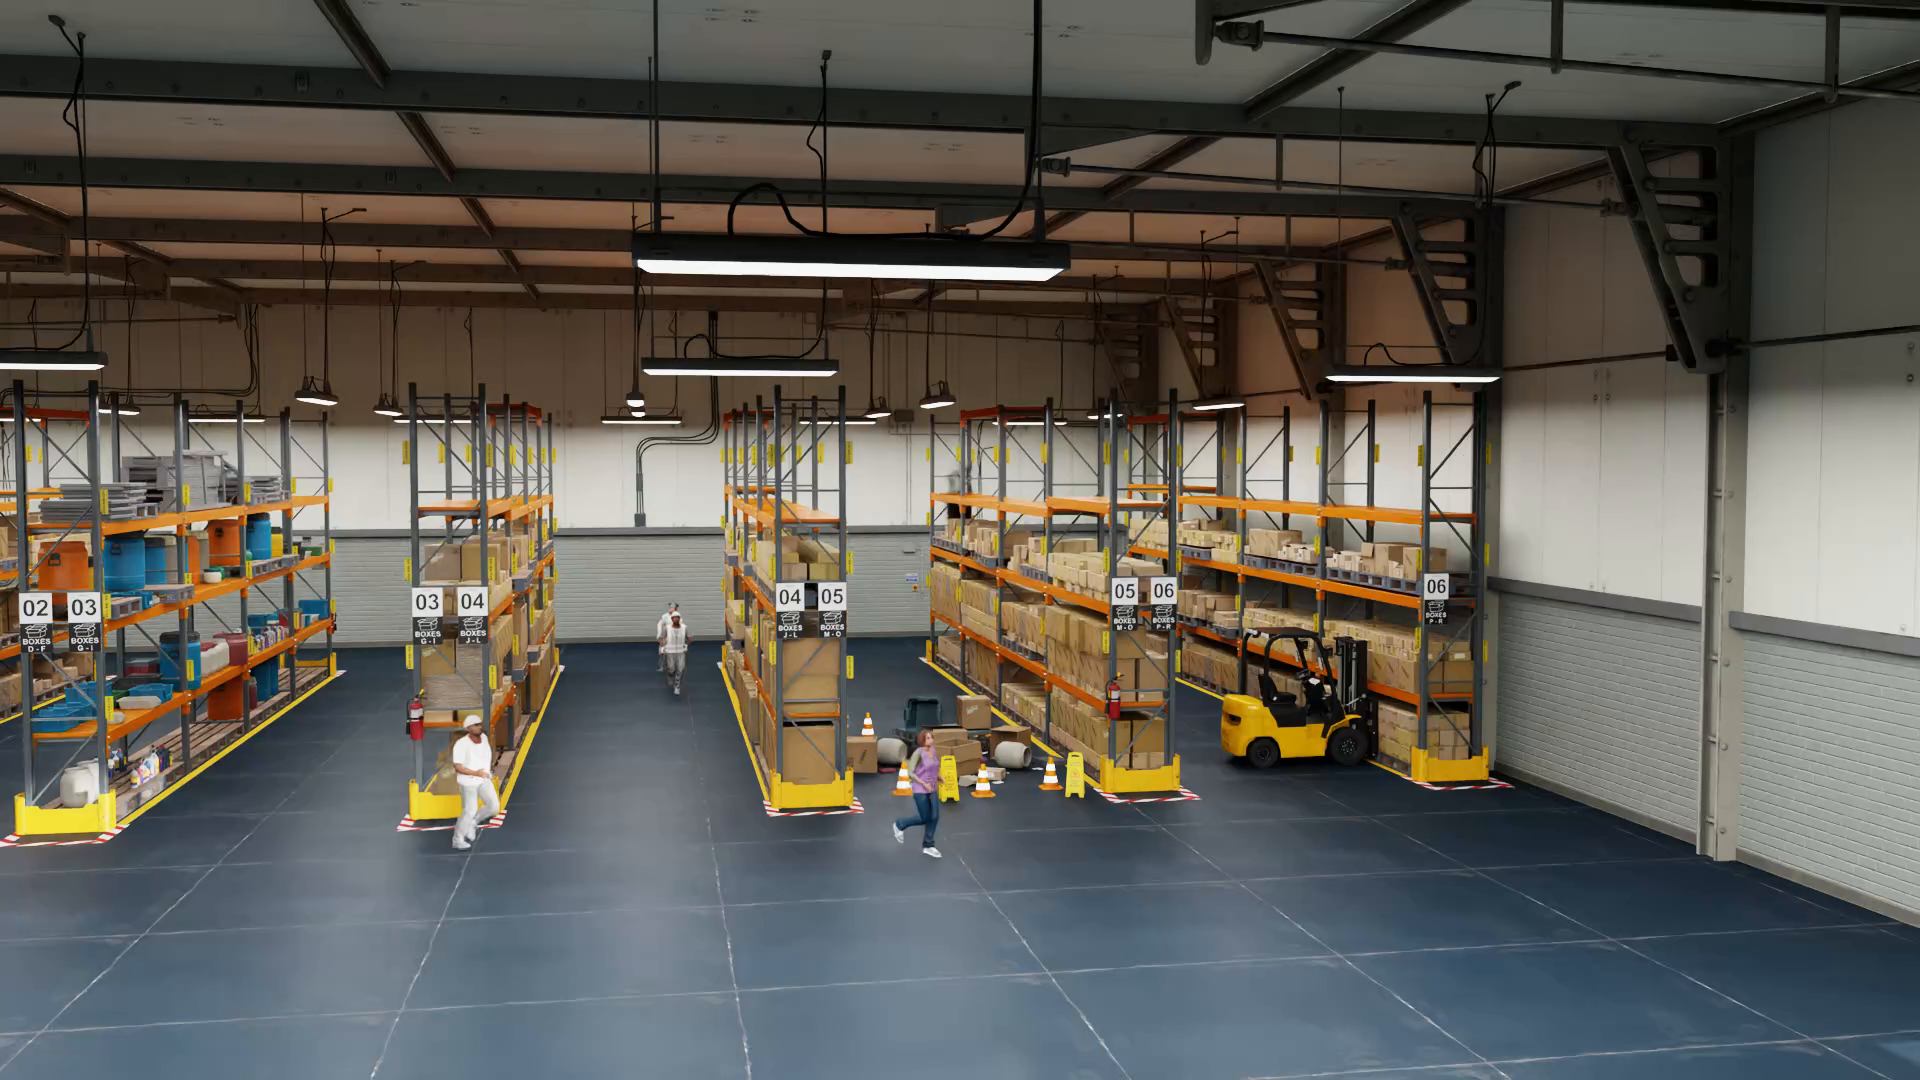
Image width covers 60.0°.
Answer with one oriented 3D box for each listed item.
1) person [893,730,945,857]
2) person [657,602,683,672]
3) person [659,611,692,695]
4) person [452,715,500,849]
[{"bbox_3d":[-0.488,3.168,20.960,0.679,1.585,0.542,2,4,38],"label":"person"},{"bbox_3d":[-6.715,2.244,38.419,0.639,1.620,0.495,0,3,4],"label":"person"},{"bbox_3d":[-5.969,2.367,34.969,0.686,1.736,0.605,-1,3,-15],"label":"person"},{"bbox_3d":[-6.127,3.062,21.118,0.723,1.713,0.735,2,3,31],"label":"person"}]
